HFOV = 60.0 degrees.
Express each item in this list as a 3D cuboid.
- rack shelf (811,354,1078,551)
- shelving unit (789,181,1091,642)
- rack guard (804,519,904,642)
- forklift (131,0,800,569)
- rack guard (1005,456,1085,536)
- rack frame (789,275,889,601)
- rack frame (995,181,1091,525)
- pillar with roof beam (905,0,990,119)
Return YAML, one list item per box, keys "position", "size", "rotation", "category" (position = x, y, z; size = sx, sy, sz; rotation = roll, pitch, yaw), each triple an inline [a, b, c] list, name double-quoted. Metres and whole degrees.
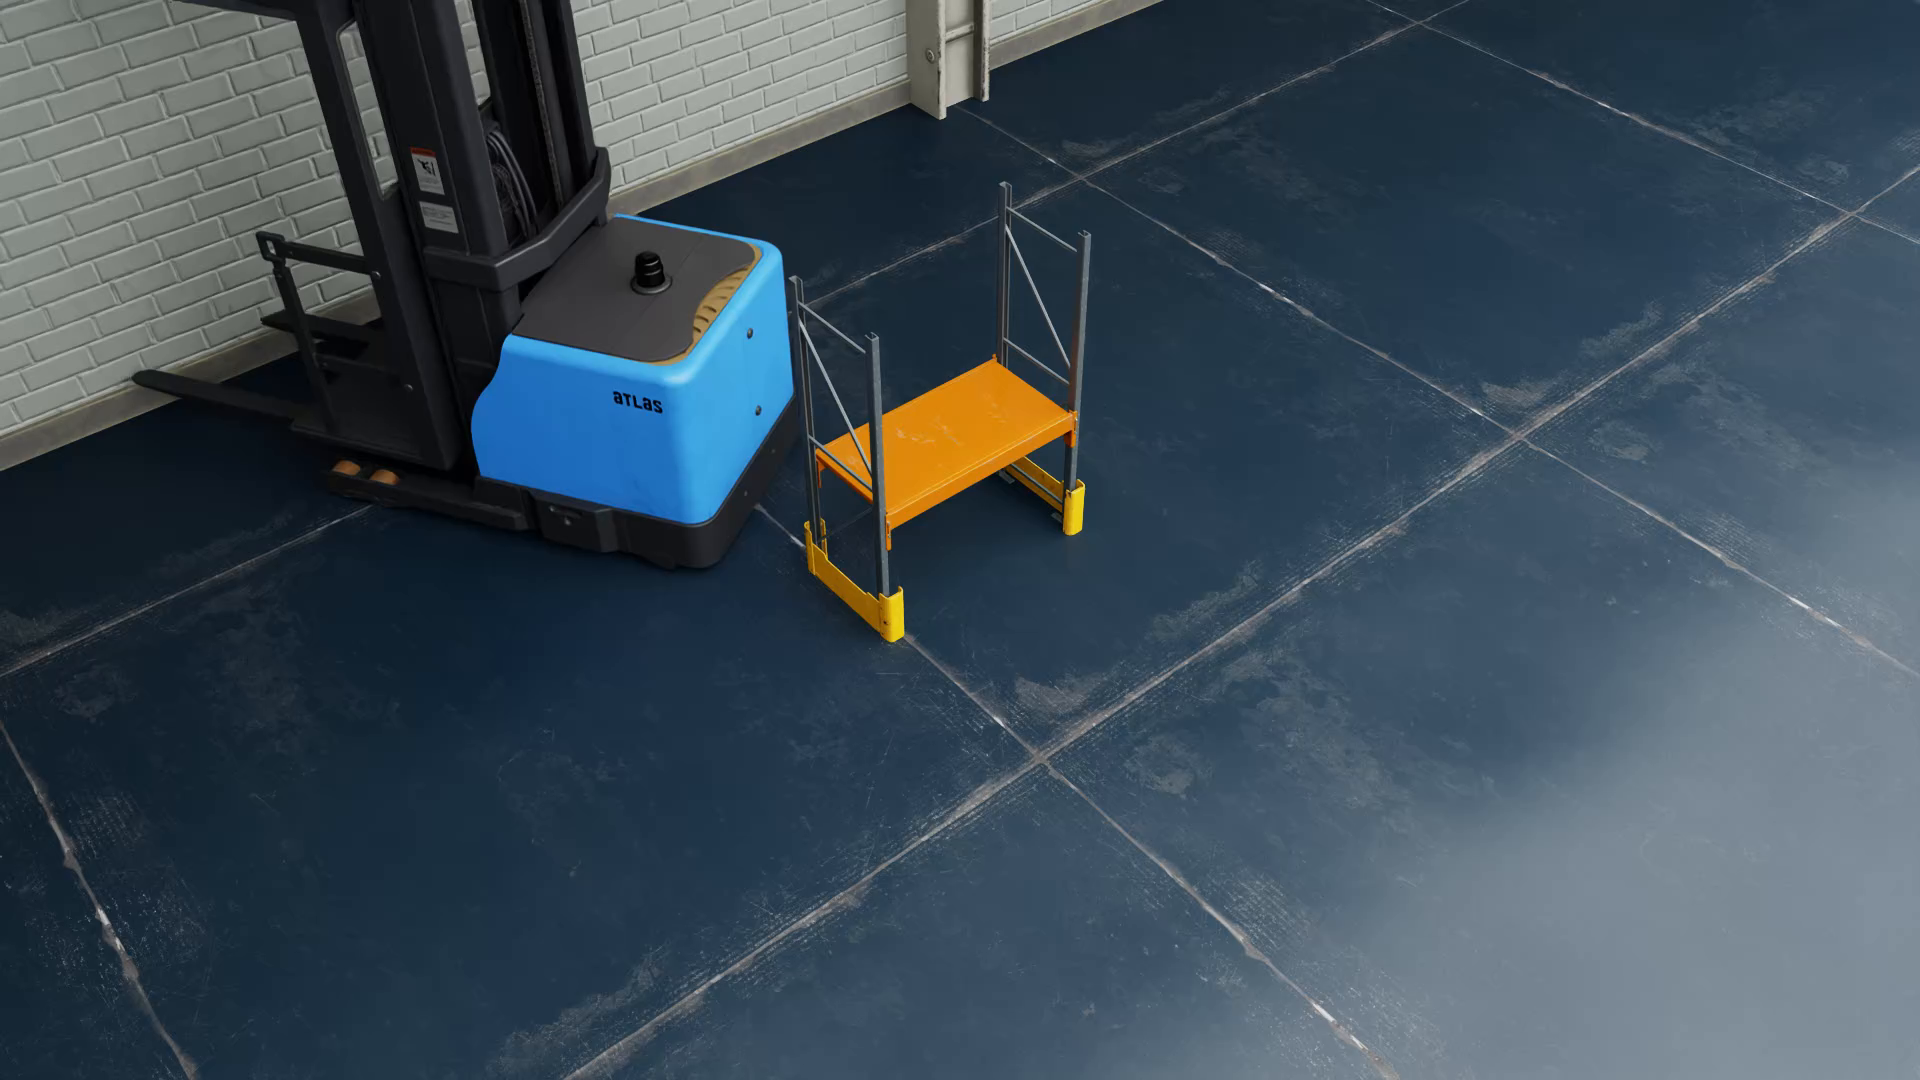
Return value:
- position: [-0.065, -0.378, 6.820]
  size: [1.000, 0.185, 0.538]
  rotation: [-30, 51, -28]
  category: "rack shelf"
- position: [-0.058, -0.513, 6.701]
  size: [1.083, 1.500, 0.587]
  rotation: [-30, 51, -28]
  category: "shelving unit"
- position: [-0.440, 0.161, 6.896]
  size: [0.087, 0.250, 0.587]
  rotation: [-30, 51, -28]
  category: "rack guard"
- position: [-2.311, -1.545, 6.754]
  size: [3.031, 2.935, 1.130]
  rotation: [13, 45, 13]
  category: "forklift"
- position: [0.324, -0.276, 7.362]
  size: [0.087, 0.250, 0.587]
  rotation: [-30, 51, -28]
  category: "rack guard"
- position: [-0.455, -0.286, 6.459]
  size: [0.032, 1.500, 0.500]
  rotation: [-30, 51, -28]
  category: "rack frame"
- position: [0.324, -0.733, 6.934]
  size: [0.032, 1.500, 0.500]
  rotation: [-30, 51, -28]
  category: "rack frame"
- position: [2.692, -3.695, 4.611]
  size: [0.400, 9.000, 9.100]
  rotation: [-30, 51, -28]
  category: "pillar with roof beam"
